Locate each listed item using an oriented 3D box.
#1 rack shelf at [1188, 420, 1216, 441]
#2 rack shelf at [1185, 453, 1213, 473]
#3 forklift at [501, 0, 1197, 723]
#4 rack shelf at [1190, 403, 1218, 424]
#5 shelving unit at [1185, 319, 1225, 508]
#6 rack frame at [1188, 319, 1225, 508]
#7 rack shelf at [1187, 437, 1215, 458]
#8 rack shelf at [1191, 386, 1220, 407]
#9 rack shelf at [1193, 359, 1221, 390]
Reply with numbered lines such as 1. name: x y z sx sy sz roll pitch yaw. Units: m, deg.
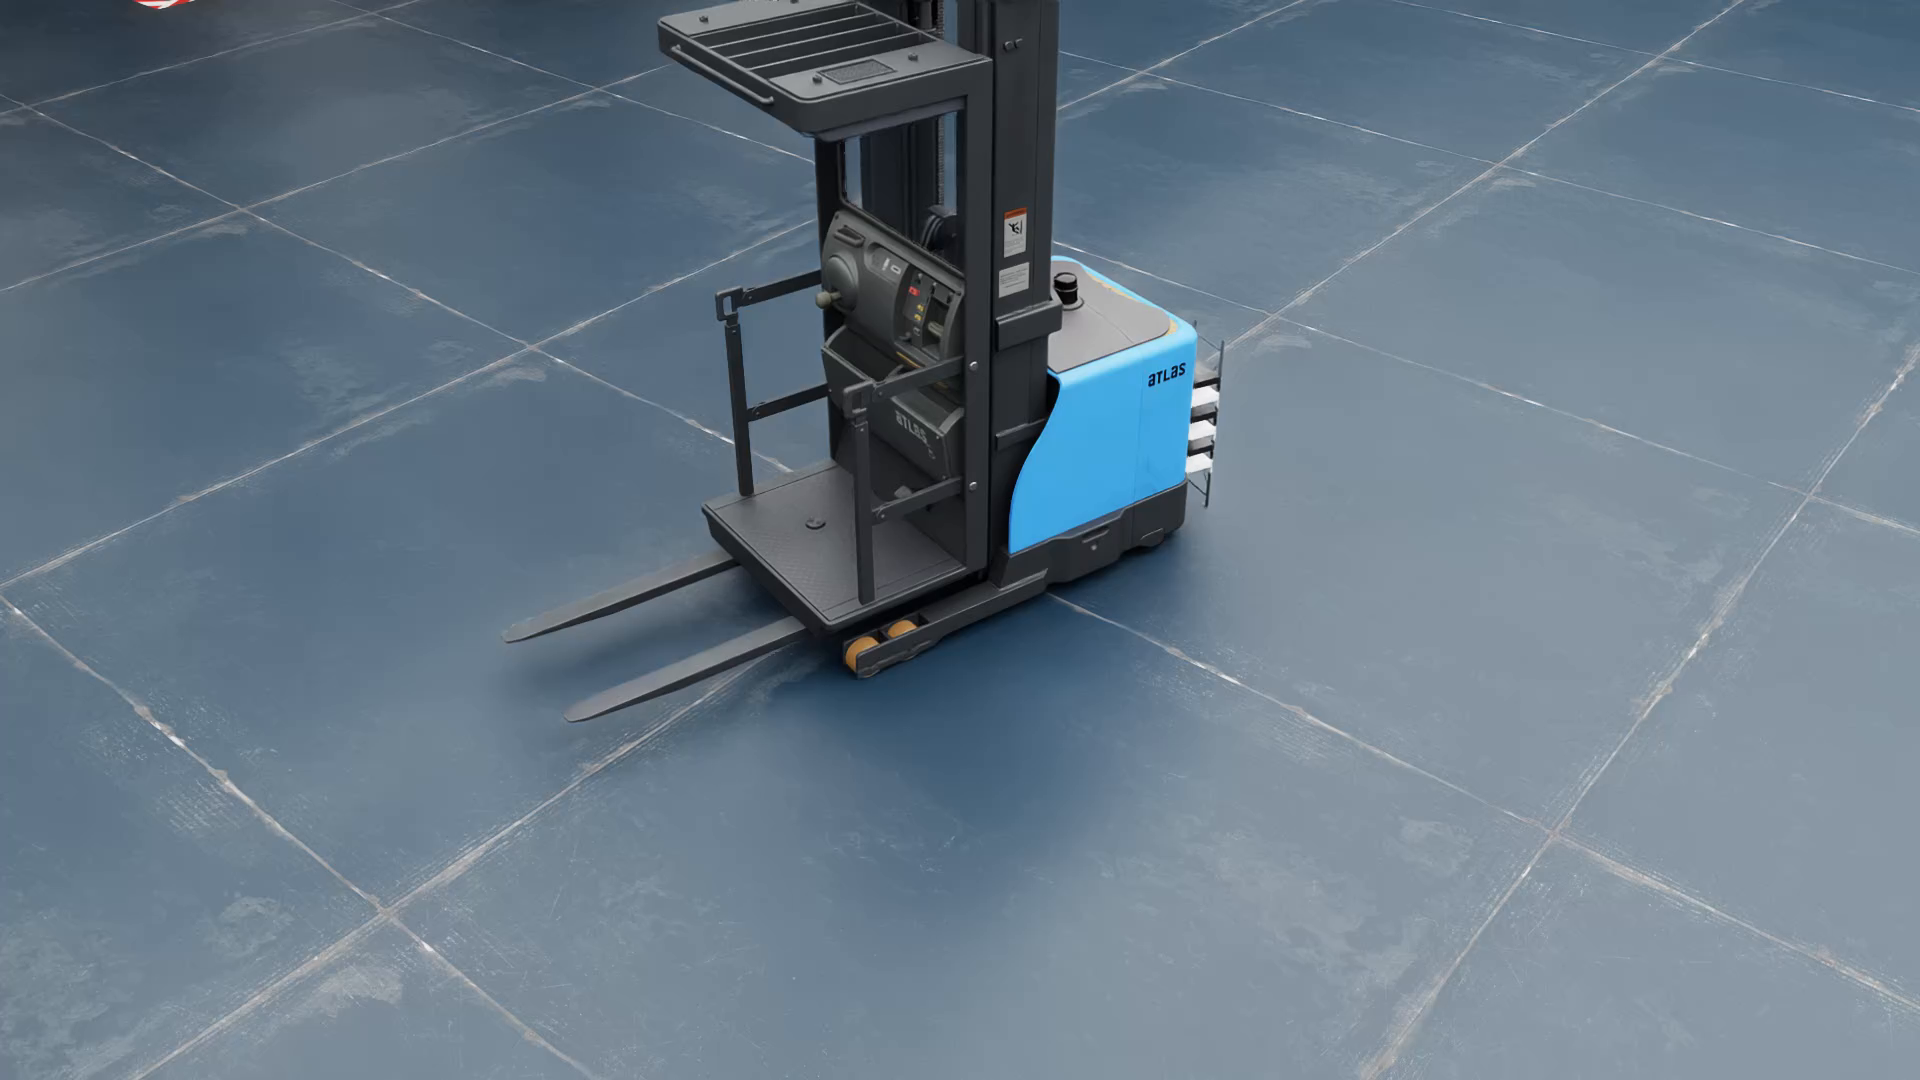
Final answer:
1. rack shelf: 1.042 -0.530 7.785 0.200 0.077 0.258 -17 38 -23
2. rack shelf: 1.042 -0.381 7.887 0.200 0.077 0.258 -17 38 -23
3. forklift: -0.450 -0.979 6.586 3.031 2.935 1.130 -22 40 -29
4. rack shelf: 1.042 -0.604 7.734 0.200 0.077 0.258 -17 38 -23
5. shelving unit: 1.042 -0.557 7.766 0.210 0.900 0.258 -17 38 -23
6. rack frame: 1.132 -0.584 7.806 0.006 0.900 0.240 -17 38 -23
7. rack shelf: 1.042 -0.456 7.836 0.200 0.077 0.258 -17 38 -23
8. rack shelf: 1.042 -0.678 7.683 0.200 0.077 0.258 -17 38 -23
9. rack shelf: 1.042 -0.752 7.632 0.200 0.077 0.258 -17 38 -23
